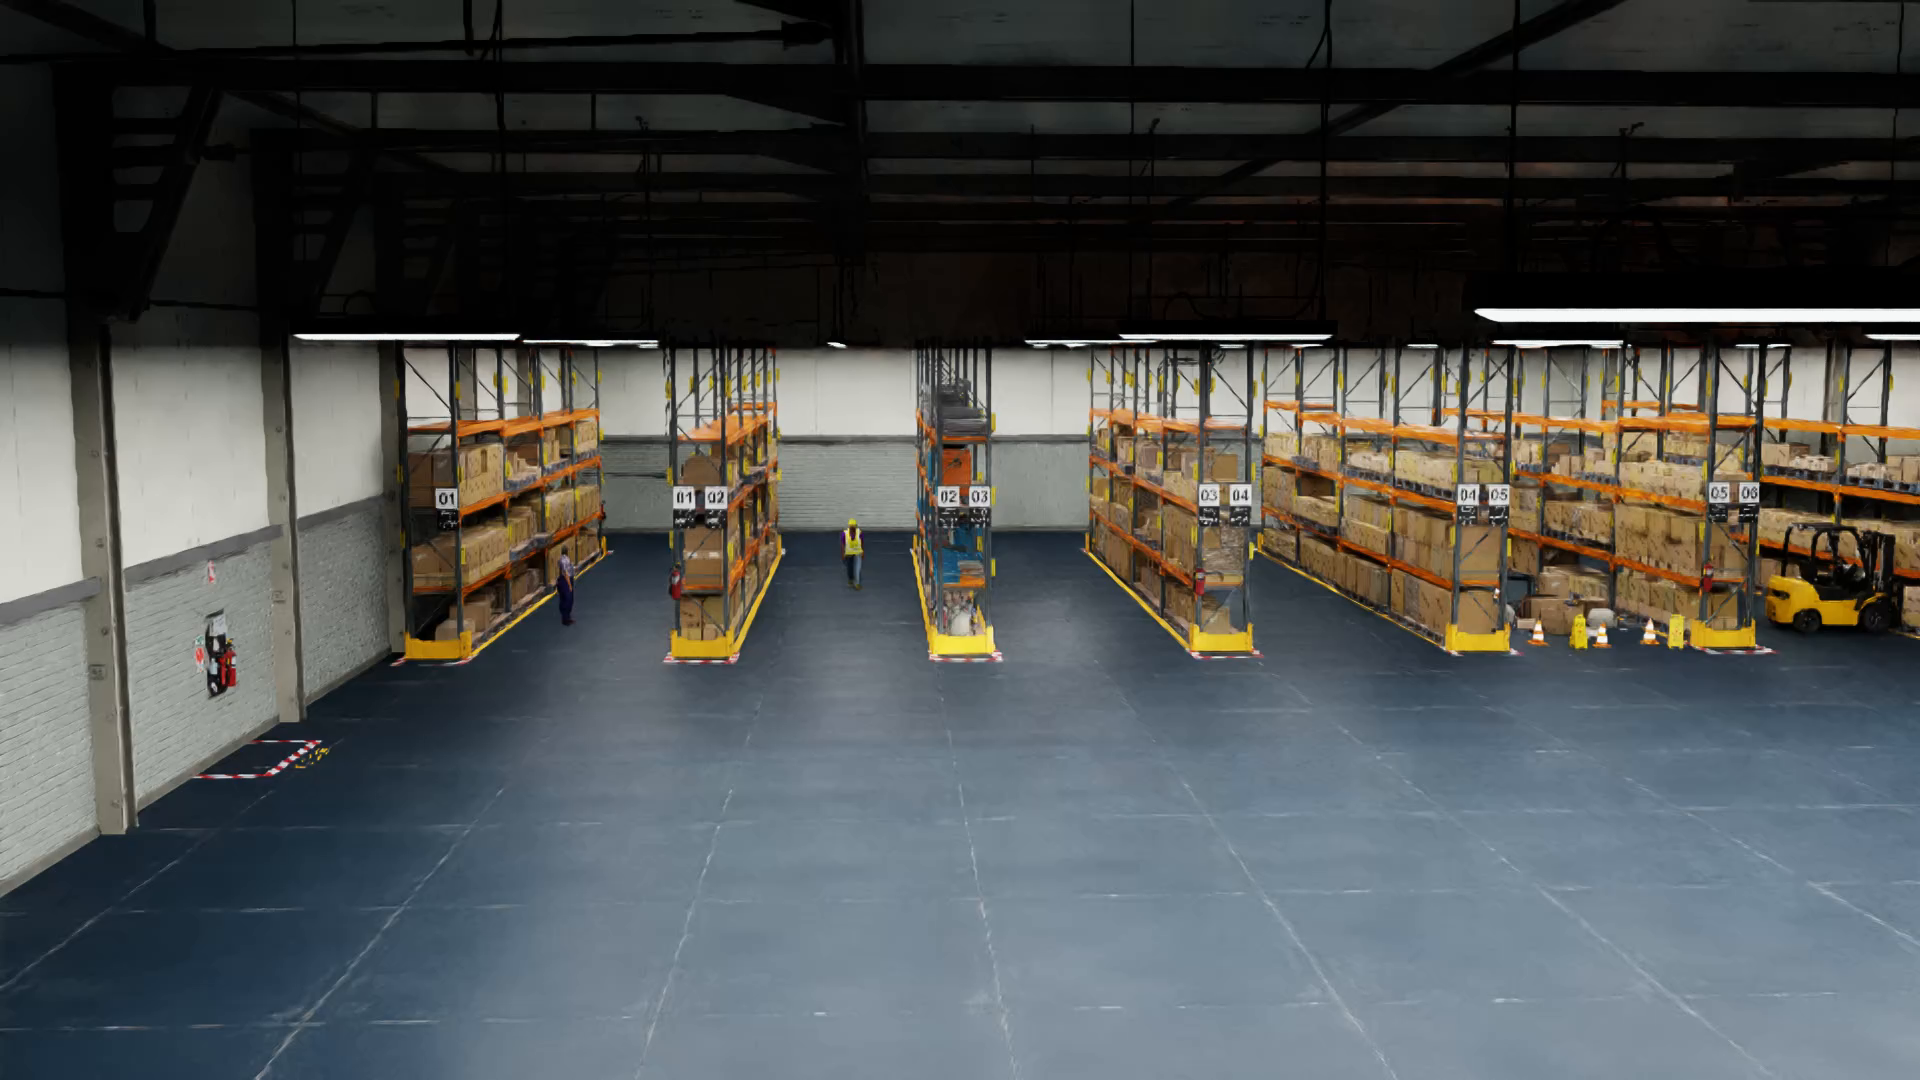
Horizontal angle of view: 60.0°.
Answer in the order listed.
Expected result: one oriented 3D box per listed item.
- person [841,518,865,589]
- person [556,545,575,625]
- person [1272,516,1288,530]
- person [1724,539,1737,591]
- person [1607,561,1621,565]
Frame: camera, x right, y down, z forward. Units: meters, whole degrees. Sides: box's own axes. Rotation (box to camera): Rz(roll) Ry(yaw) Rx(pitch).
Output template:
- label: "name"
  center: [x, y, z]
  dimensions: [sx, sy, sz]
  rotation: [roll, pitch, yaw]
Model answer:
- label: "person"
  center: [-2.599, 0.311, 40.194]
  dimensions: [0.576, 1.691, 1.121]
  rotation: [0, 6, -1]
- label: "person"
  center: [-8.282, 0.962, 34.992]
  dimensions: [0.380, 1.715, 0.565]
  rotation: [-4, 8, -31]
- label: "person"
  center: [9.484, -0.714, 48.986]
  dimensions: [0.553, 1.781, 0.646]
  rotation: [-4, 8, -31]
- label: "person"
  center: [16.539, 0.816, 35.828]
  dimensions: [0.459, 1.677, 0.525]
  rotation: [3, 7, 27]
- label: "person"
  center: [17.660, -0.167, 44.530]
  dimensions: [0.535, 1.655, 0.565]
  rotation: [2, 7, 14]
